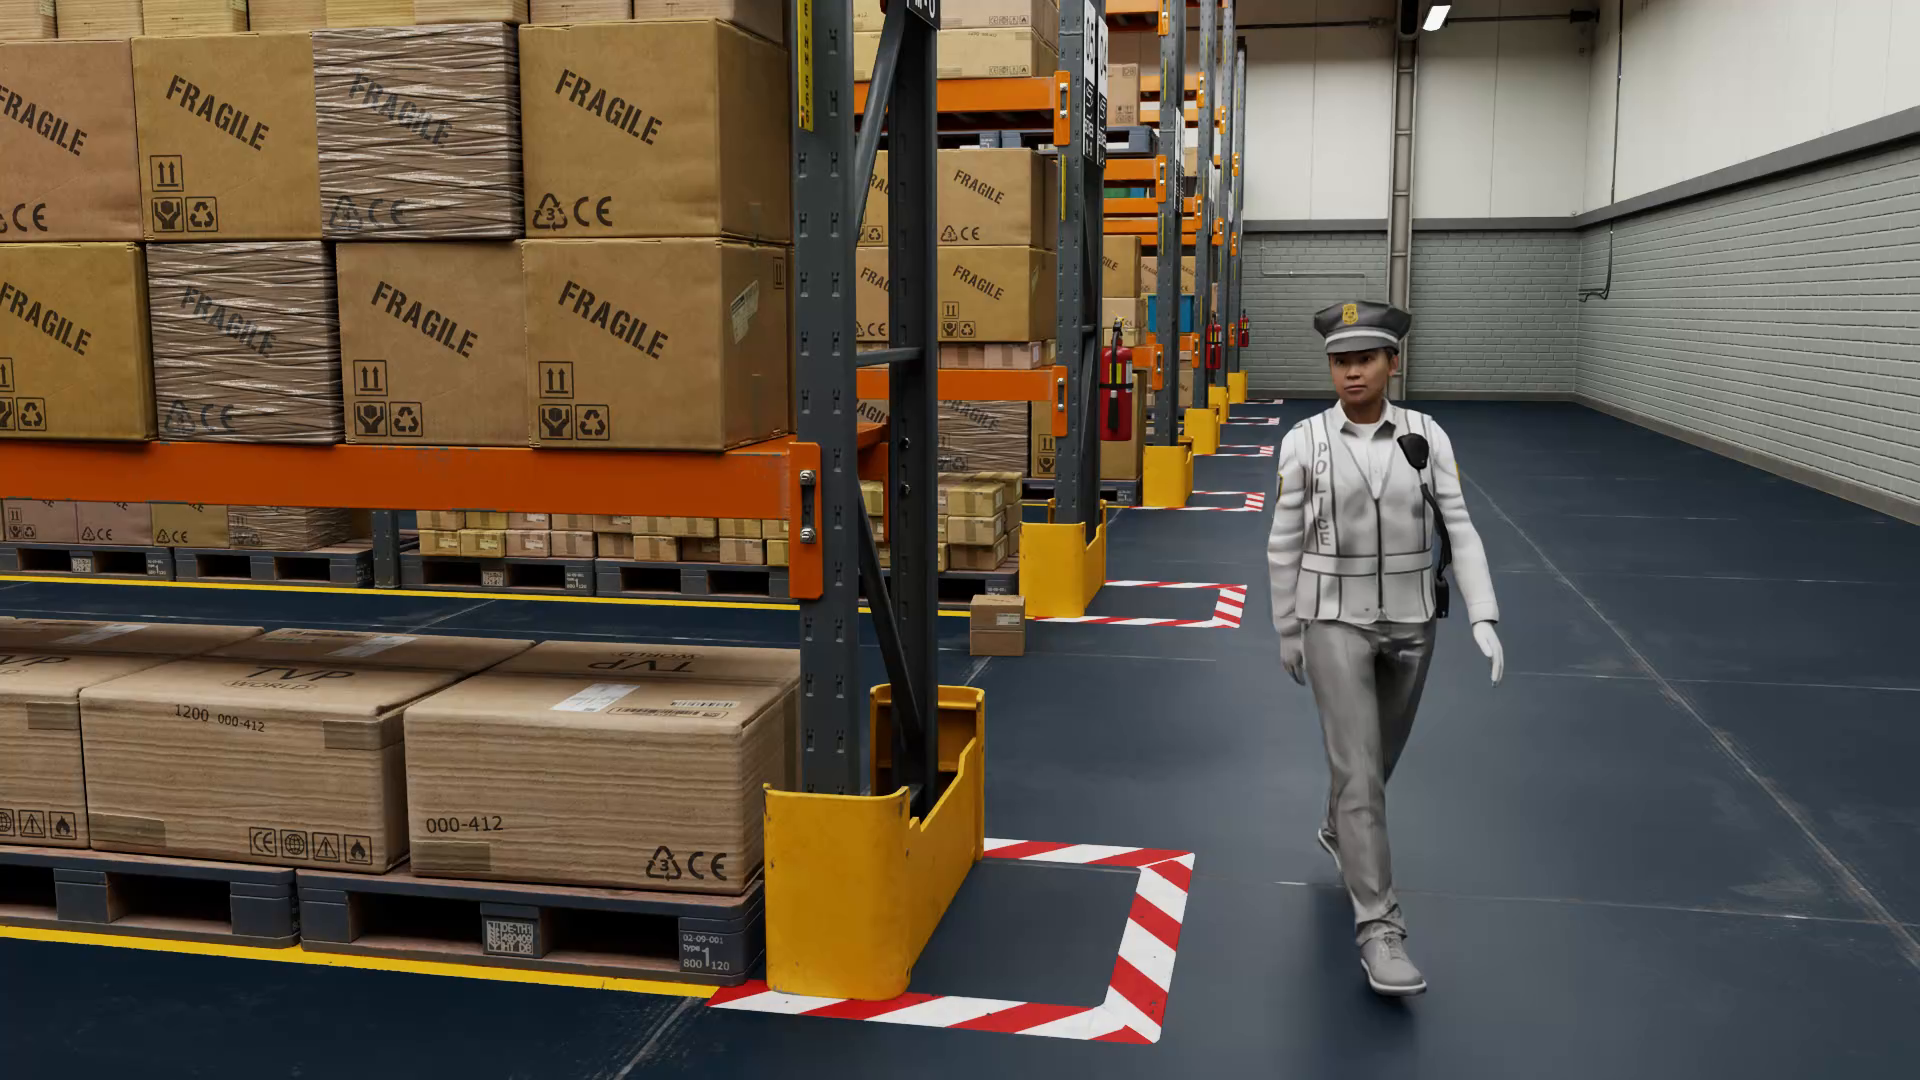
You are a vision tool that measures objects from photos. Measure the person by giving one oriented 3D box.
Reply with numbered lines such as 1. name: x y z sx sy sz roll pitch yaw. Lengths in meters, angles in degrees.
1. person: 1.068 0.211 4.239 0.525 1.633 0.990 0 8 -2
